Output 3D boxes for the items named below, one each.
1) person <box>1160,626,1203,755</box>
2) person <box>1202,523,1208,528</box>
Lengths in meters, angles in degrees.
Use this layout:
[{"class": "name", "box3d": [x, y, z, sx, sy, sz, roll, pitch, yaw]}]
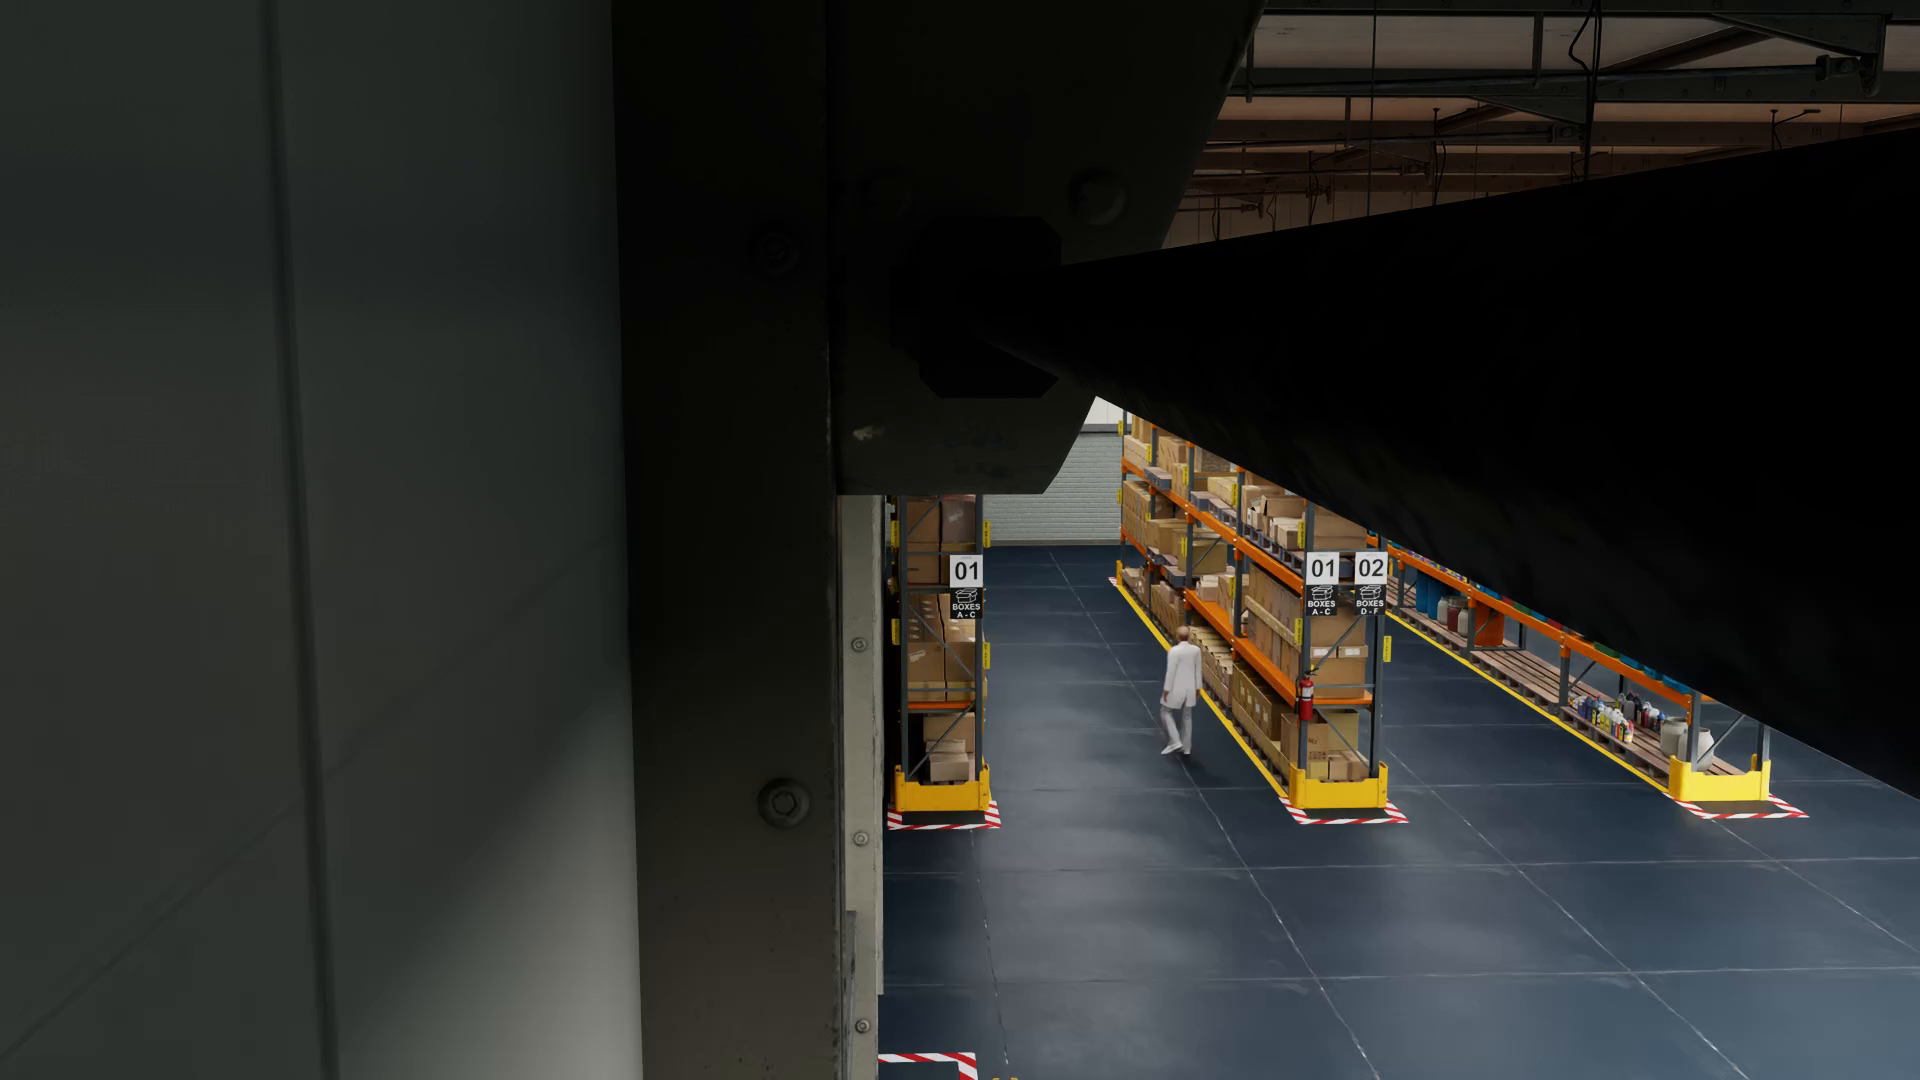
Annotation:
[{"class": "person", "box3d": [3.065, 2.085, 22.993, 0.632, 1.808, 0.468, -4, 9, -26]}, {"class": "person", "box3d": [5.798, -0.444, 40.261, 0.673, 1.664, 0.449, 6, 10, 35]}]
